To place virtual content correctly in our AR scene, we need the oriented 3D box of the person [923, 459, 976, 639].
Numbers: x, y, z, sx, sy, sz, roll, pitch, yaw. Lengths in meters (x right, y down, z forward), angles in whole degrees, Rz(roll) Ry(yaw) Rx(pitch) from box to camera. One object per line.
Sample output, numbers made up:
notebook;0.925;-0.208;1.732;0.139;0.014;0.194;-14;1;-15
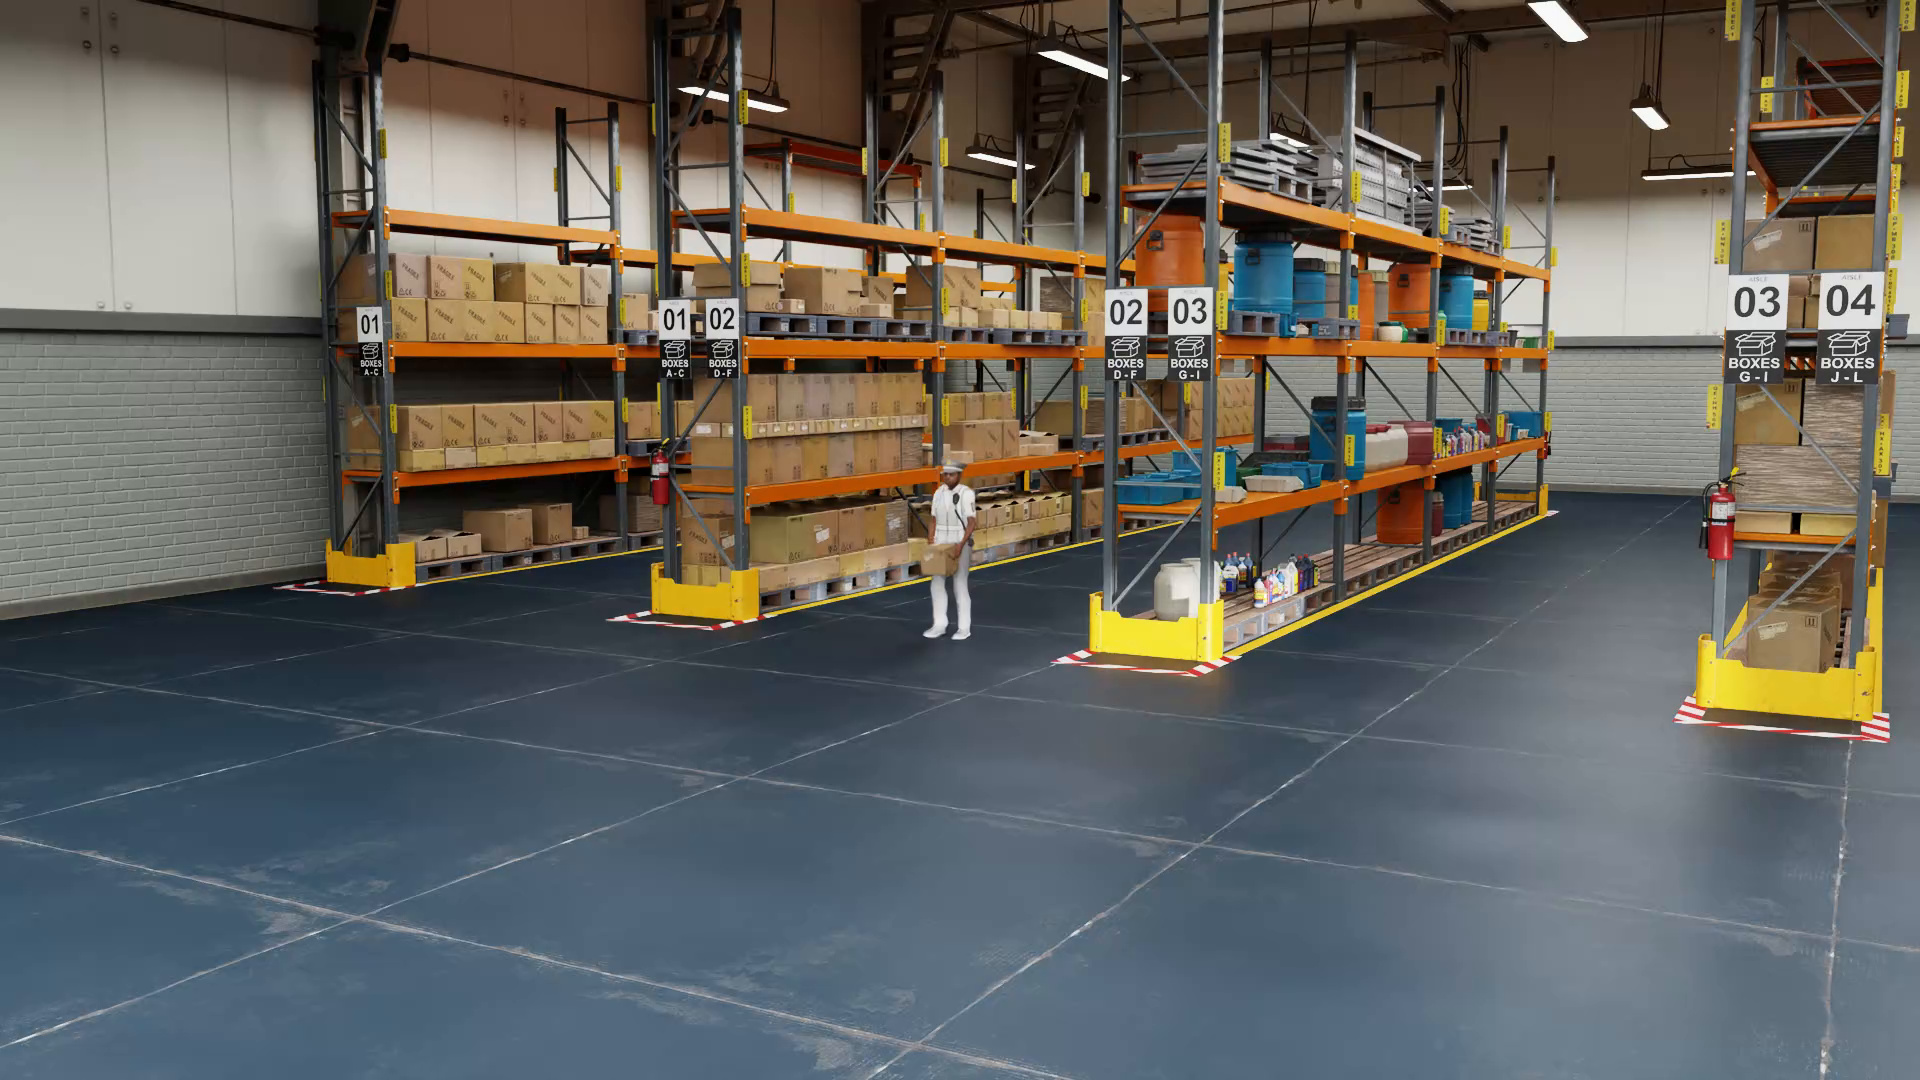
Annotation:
person;-0.085;0.075;15.550;0.481;1.682;0.415;3;7;28
